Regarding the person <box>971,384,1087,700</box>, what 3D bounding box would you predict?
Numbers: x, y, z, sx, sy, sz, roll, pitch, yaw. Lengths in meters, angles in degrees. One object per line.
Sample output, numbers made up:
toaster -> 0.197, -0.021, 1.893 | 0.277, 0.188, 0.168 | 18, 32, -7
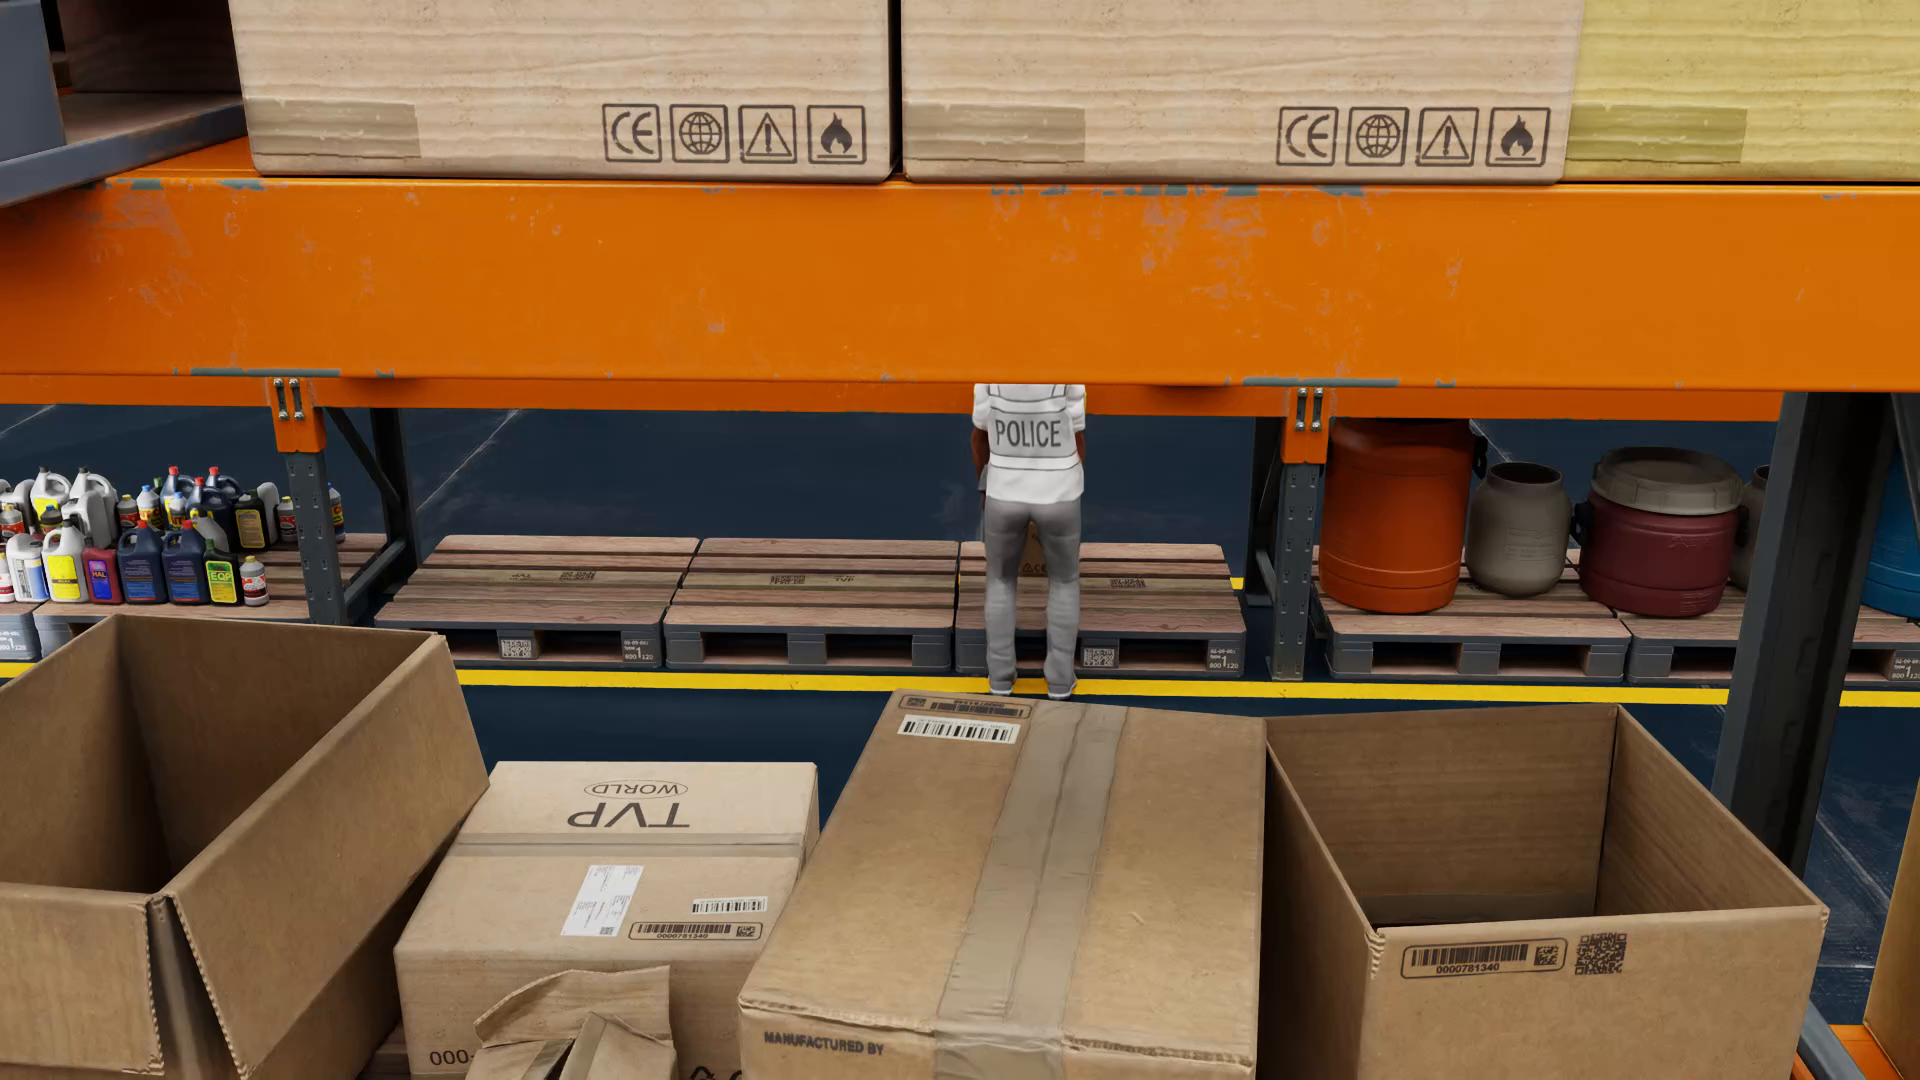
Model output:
person -> 0.266, -0.161, 6.556 | 0.450, 1.637, 0.409 | 3, 21, 8
